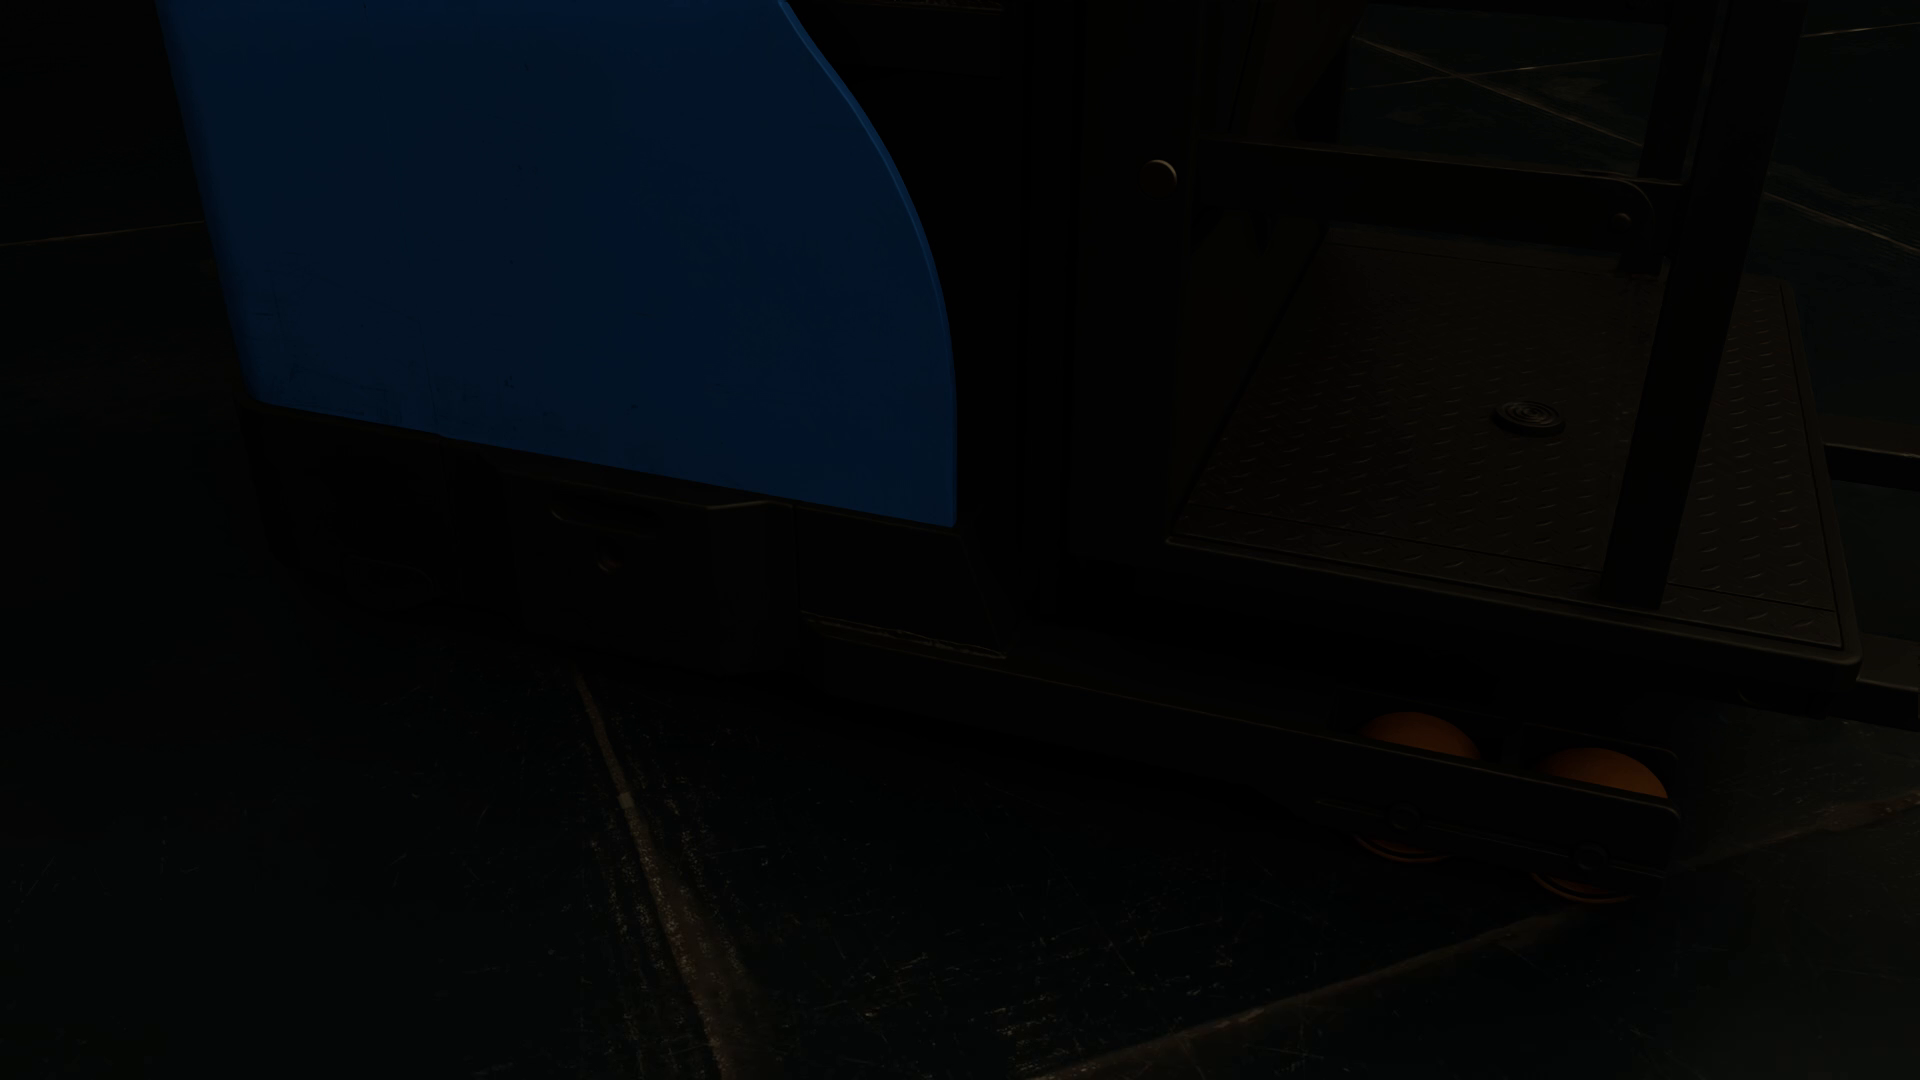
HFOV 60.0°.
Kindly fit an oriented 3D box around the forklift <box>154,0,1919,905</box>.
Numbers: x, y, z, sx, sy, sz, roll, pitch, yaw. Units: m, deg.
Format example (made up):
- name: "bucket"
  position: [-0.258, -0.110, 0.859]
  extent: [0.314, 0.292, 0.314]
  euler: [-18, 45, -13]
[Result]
- name: "forklift"
  position: [0.592, -1.177, 1.604]
  extent: [3.031, 2.935, 1.130]
  euler: [10, 31, 17]
